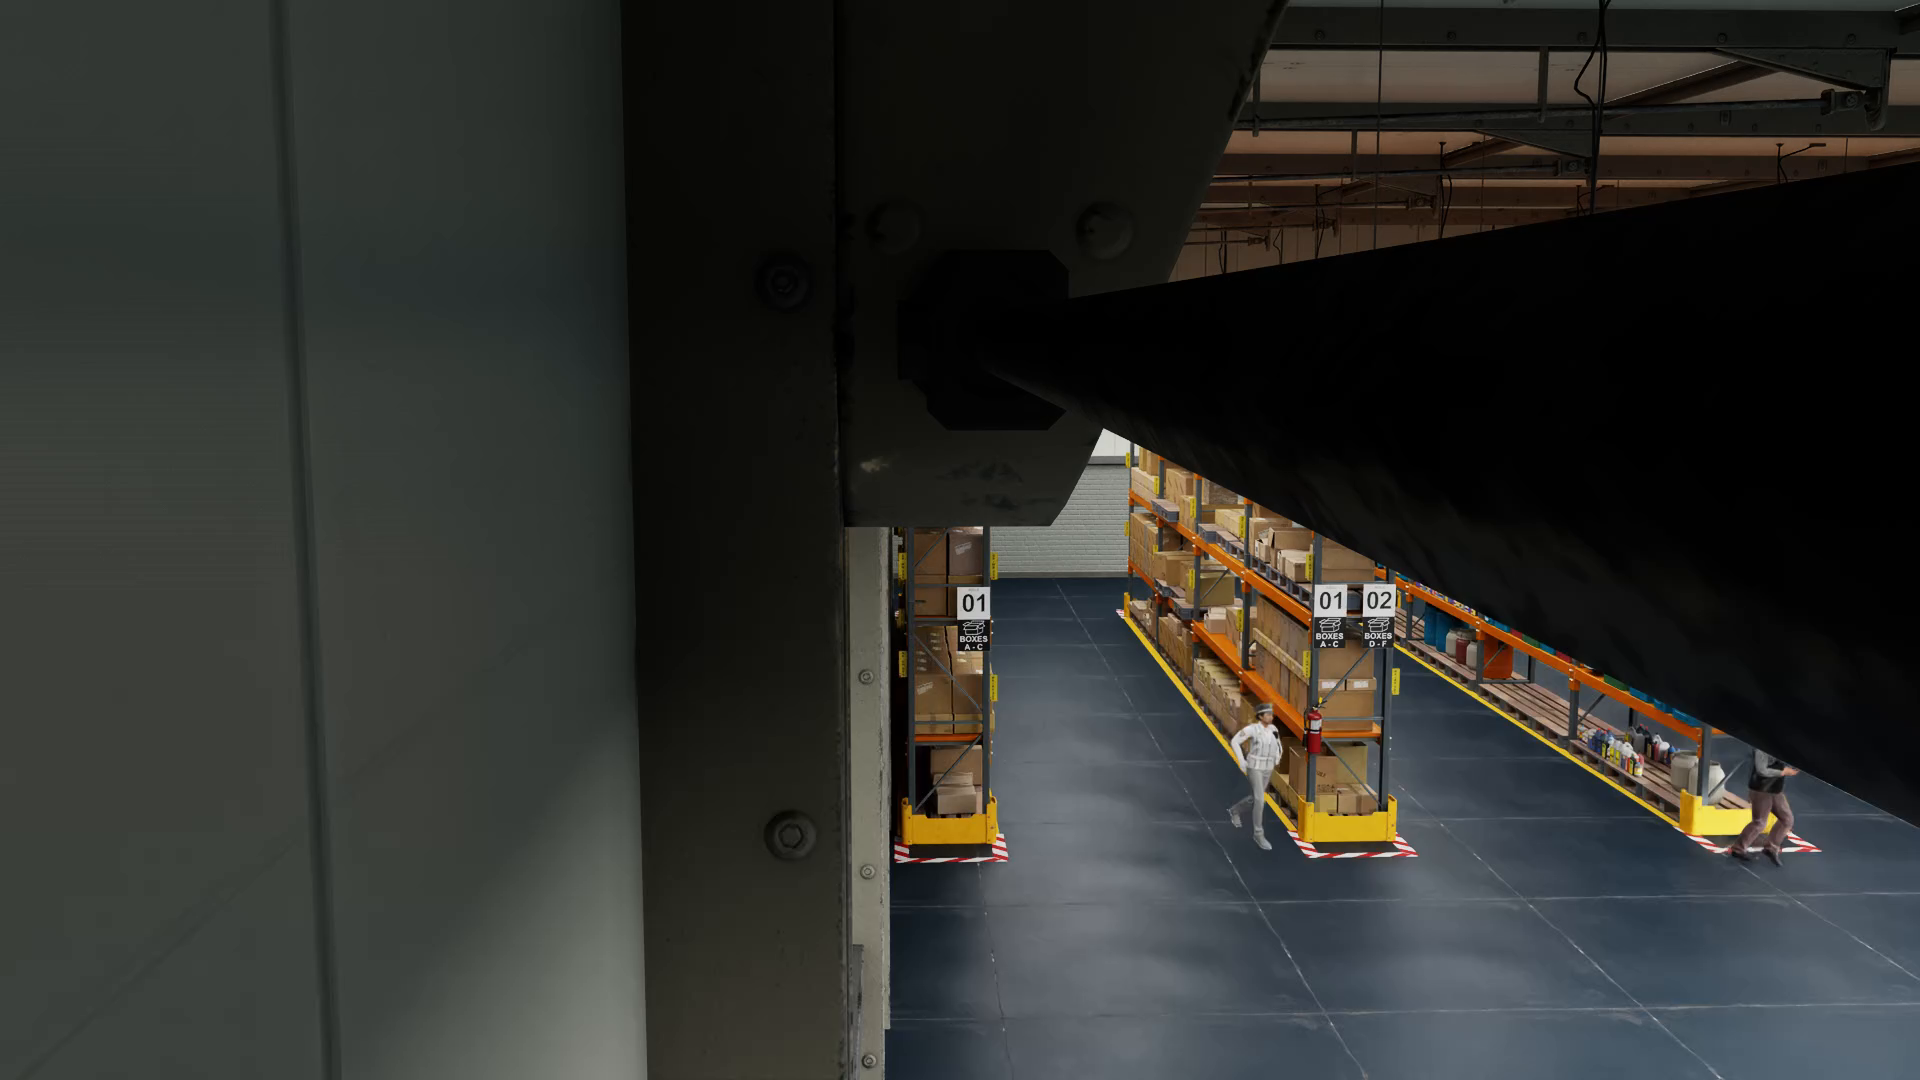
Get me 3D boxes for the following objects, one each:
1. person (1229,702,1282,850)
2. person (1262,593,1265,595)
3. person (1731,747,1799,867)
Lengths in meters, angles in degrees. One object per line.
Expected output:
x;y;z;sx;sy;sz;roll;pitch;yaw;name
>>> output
3.611;2.792;20.105;0.646;1.709;0.836;-4;8;-29;person
6.378;1.226;33.659;0.604;1.642;0.581;-2;7;-12;person
9.477;2.997;19.533;0.679;1.783;0.650;6;9;38;person
